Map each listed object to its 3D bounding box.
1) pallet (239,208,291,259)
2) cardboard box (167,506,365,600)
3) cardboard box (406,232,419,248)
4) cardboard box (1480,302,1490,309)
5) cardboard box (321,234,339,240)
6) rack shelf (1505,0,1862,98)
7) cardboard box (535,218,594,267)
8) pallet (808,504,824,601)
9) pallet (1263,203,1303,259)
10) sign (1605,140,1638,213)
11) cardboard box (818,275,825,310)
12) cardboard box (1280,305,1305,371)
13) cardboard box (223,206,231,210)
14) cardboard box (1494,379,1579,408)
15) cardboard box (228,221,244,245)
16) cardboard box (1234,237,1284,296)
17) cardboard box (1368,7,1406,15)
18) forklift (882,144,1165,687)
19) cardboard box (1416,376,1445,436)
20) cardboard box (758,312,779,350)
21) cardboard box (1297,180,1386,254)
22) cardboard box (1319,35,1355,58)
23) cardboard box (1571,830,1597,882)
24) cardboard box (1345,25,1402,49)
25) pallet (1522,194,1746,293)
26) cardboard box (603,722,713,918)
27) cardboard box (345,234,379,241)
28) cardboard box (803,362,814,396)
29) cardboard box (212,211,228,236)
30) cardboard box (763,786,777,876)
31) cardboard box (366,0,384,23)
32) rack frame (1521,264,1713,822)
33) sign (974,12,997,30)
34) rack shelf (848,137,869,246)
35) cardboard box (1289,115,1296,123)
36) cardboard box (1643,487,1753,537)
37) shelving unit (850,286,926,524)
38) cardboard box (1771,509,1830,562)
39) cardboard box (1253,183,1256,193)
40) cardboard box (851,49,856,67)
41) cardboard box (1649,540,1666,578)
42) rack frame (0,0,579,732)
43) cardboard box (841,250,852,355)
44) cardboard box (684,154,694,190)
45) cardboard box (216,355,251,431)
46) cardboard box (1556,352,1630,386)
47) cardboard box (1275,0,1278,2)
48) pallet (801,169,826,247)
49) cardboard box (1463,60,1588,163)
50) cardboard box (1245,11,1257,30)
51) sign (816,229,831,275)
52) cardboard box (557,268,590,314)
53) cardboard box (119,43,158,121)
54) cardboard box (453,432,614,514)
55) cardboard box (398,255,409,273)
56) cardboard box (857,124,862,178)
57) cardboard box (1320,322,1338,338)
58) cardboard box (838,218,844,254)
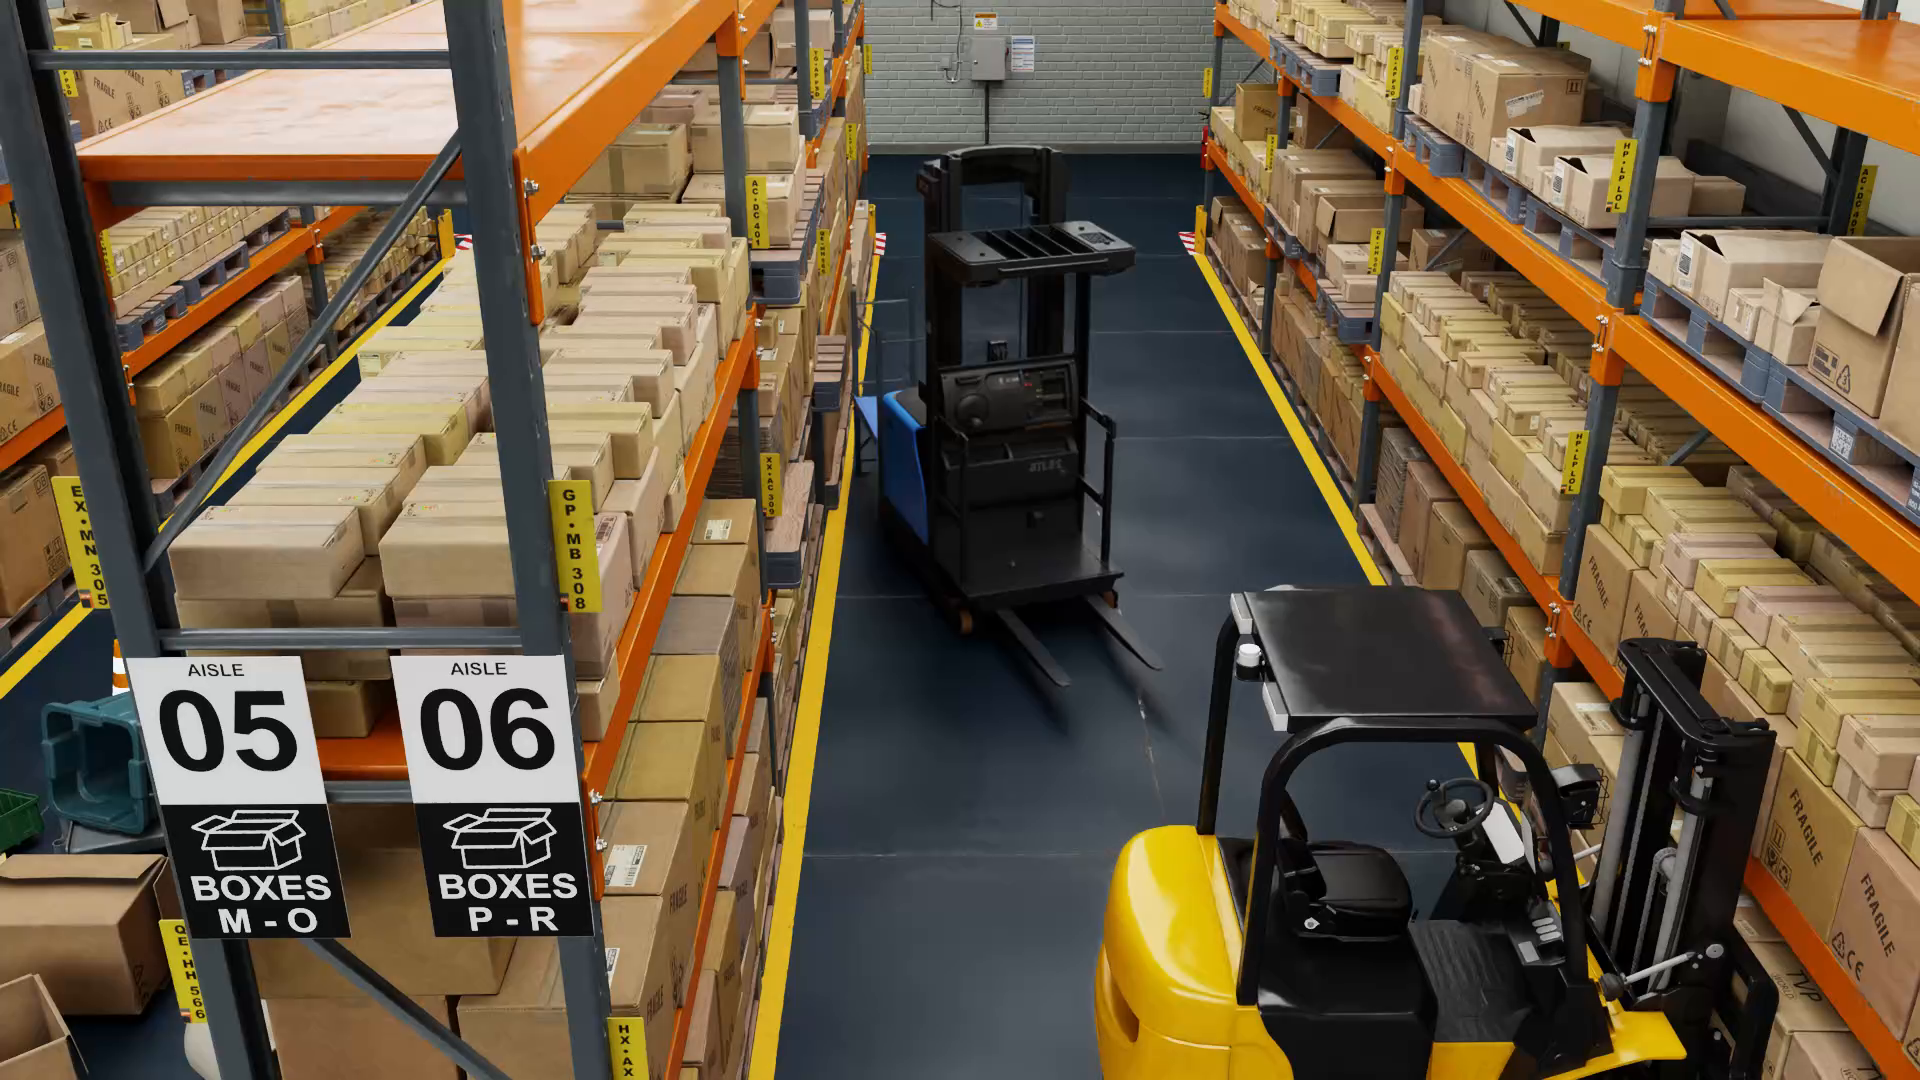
[{"bbox_3d":[-6.630,-2.694,14.682,1.003,0.211,1.213,0,24,-1],"label":"pallet"},{"bbox_3d":[-1.713,0.031,4.123,0.380,0.149,0.250,0,24,0],"label":"cardboard box"},{"bbox_3d":[-6.238,-3.343,18.473,0.380,0.149,0.250,-1,24,-3],"label":"cardboard box"},{"bbox_3d":[3.745,-1.512,11.411,0.500,0.250,0.500,0,24,1],"label":"cardboard box"},{"bbox_3d":[-6.837,-3.149,17.683,0.380,0.149,0.250,0,24,0],"label":"cardboard box"},{"bbox_3d":[3.484,-2.936,9.062,1.077,0.370,4.000,0,24,-1],"label":"rack shelf"},{"bbox_3d":[-1.748,-1.241,6.935,0.380,0.149,0.250,0,24,1],"label":"cardboard box"},{"bbox_3d":[-1.494,0.080,11.700,1.003,0.211,1.213,0,24,-1],"label":"pallet"},{"bbox_3d":[3.318,-2.767,14.845,1.003,0.211,1.213,0,24,-1],"label":"pallet"},{"bbox_3d":[2.963,-1.627,7.442,0.100,0.325,0.005,0,24,-1],"label":"sign"},{"bbox_3d":[-1.260,-1.882,12.229,0.500,0.250,0.500,0,24,-1],"label":"cardboard box"},{"bbox_3d":[3.215,-1.817,15.035,0.500,0.500,0.500,-1,24,-1],"label":"cardboard box"},{"bbox_3d":[-6.287,-2.853,13.876,0.380,0.149,0.250,-1,24,-2],"label":"cardboard box"},{"bbox_3d":[3.234,-0.792,9.336,0.380,0.149,0.250,-1,24,-2],"label":"cardboard box"},{"bbox_3d":[-6.276,-2.583,14.000,0.380,0.149,0.250,-1,24,-3],"label":"cardboard box"},{"bbox_3d":[3.269,-2.852,17.324,0.700,0.500,0.500,-1,24,-3],"label":"cardboard box"},{"bbox_3d":[3.546,-4.261,13.589,0.380,0.149,0.250,-1,24,-2],"label":"cardboard box"},{"bbox_3d":[0.400,-0.910,10.590,1.130,2.935,3.031,-8,26,-18],"label":"forklift"},{"bbox_3d":[3.236,-0.864,10.587,0.500,0.250,0.500,-1,24,-2],"label":"cardboard box"},{"bbox_3d":[-1.224,-1.175,9.311,0.380,0.149,0.250,1,24,2],"label":"cardboard box"},{"bbox_3d":[3.214,-2.684,13.797,0.700,0.500,0.500,0,24,-1],"label":"cardboard box"},{"bbox_3d":[3.067,-3.915,13.184,0.380,0.149,0.250,0,24,1],"label":"cardboard box"},{"bbox_3d":[3.201,1.584,7.819,0.500,0.250,0.500,-1,24,-2],"label":"cardboard box"},{"bbox_3d":[3.149,-3.827,12.652,0.380,0.149,0.250,0,24,0],"label":"cardboard box"},{"bbox_3d":[3.483,-1.531,8.470,0.805,0.209,1.217,-1,24,-3],"label":"pallet"},{"bbox_3d":[-1.157,0.983,5.837,0.500,0.500,0.500,-1,24,-2],"label":"cardboard box"},{"bbox_3d":[-6.313,-3.155,17.697,0.380,0.149,0.250,-1,24,-2],"label":"cardboard box"},{"bbox_3d":[-1.128,-1.024,10.553,0.380,0.149,0.250,0,24,0],"label":"cardboard box"},{"bbox_3d":[-6.273,-2.603,13.683,0.380,0.149,0.250,0,24,0],"label":"cardboard box"},{"bbox_3d":[-1.182,1.440,8.137,0.500,0.250,0.500,1,24,2],"label":"cardboard box"},{"bbox_3d":[-6.263,-5.442,17.069,0.500,0.250,0.500,1,24,2],"label":"cardboard box"},{"bbox_3d":[3.506,0.112,8.246,1.000,3.000,0.127,0,24,-1],"label":"rack frame"},{"bbox_3d":[0.371,-7.543,24.169,0.339,0.242,0.001,0,24,-1],"label":"sign"},{"bbox_3d":[-1.566,-3.657,17.452,1.077,0.370,4.000,0,24,-1],"label":"rack shelf"},{"bbox_3d":[3.650,-4.499,18.262,0.500,0.250,0.500,0,24,0],"label":"cardboard box"},{"bbox_3d":[3.324,-0.125,7.499,0.380,0.149,0.250,0,24,0],"label":"cardboard box"},{"bbox_3d":[-0.474,-1.040,12.613,0.538,1.500,1.048,-6,25,-12],"label":"shelving unit"},{"bbox_3d":[3.789,-0.022,7.272,0.380,0.149,0.250,0,24,-1],"label":"cardboard box"},{"bbox_3d":[3.135,-3.523,16.587,0.380,0.149,0.250,0,24,1],"label":"cardboard box"},{"bbox_3d":[-1.309,-5.144,17.745,0.380,0.149,0.250,0,24,1],"label":"cardboard box"},{"bbox_3d":[3.282,0.117,7.325,0.380,0.149,0.250,0,24,-1],"label":"cardboard box"},{"bbox_3d":[-1.414,-0.949,3.312,1.000,3.000,0.127,0,24,-1],"label":"rack frame"},{"bbox_3d":[-1.458,-2.129,15.269,0.875,0.875,0.875,0,24,1],"label":"cardboard box"},{"bbox_3d":[-1.609,-1.802,8.511,0.500,0.250,0.500,0,24,0],"label":"cardboard box"},{"bbox_3d":[-6.222,-1.212,13.697,0.500,0.500,0.500,-1,24,-2],"label":"cardboard box"},{"bbox_3d":[3.747,-1.003,9.803,0.380,0.149,0.250,0,24,0],"label":"cardboard box"},{"bbox_3d":[3.172,-5.053,15.240,0.500,0.250,0.500,0,24,0],"label":"cardboard box"},{"bbox_3d":[-1.372,-1.827,9.122,1.213,0.211,1.003,0,24,-1],"label":"pallet"},{"bbox_3d":[3.238,-2.466,9.554,0.500,0.500,0.500,0,24,1],"label":"cardboard box"},{"bbox_3d":[3.073,-5.218,16.695,0.380,0.149,0.250,0,24,1],"label":"cardboard box"},{"bbox_3d":[-0.959,-2.010,11.629,0.100,0.325,0.005,0,24,-1],"label":"sign"},{"bbox_3d":[-1.711,-0.903,6.671,0.500,0.250,0.500,0,24,-1],"label":"cardboard box"},{"bbox_3d":[-6.202,-3.303,12.036,0.500,0.500,0.500,0,24,-1],"label":"cardboard box"},{"bbox_3d":[-1.173,-0.186,4.601,0.380,0.149,0.250,0,24,-1],"label":"cardboard box"},{"bbox_3d":[-6.221,-3.000,18.077,0.380,0.149,0.250,-1,24,-3],"label":"cardboard box"},{"bbox_3d":[-1.294,-4.025,17.272,0.500,0.500,0.500,0,24,1],"label":"cardboard box"},{"bbox_3d":[3.266,-1.735,14.065,0.380,0.149,0.250,0,24,0],"label":"cardboard box"},{"bbox_3d":[-1.283,-2.699,14.642,0.500,0.250,0.500,-1,24,-1],"label":"cardboard box"}]
